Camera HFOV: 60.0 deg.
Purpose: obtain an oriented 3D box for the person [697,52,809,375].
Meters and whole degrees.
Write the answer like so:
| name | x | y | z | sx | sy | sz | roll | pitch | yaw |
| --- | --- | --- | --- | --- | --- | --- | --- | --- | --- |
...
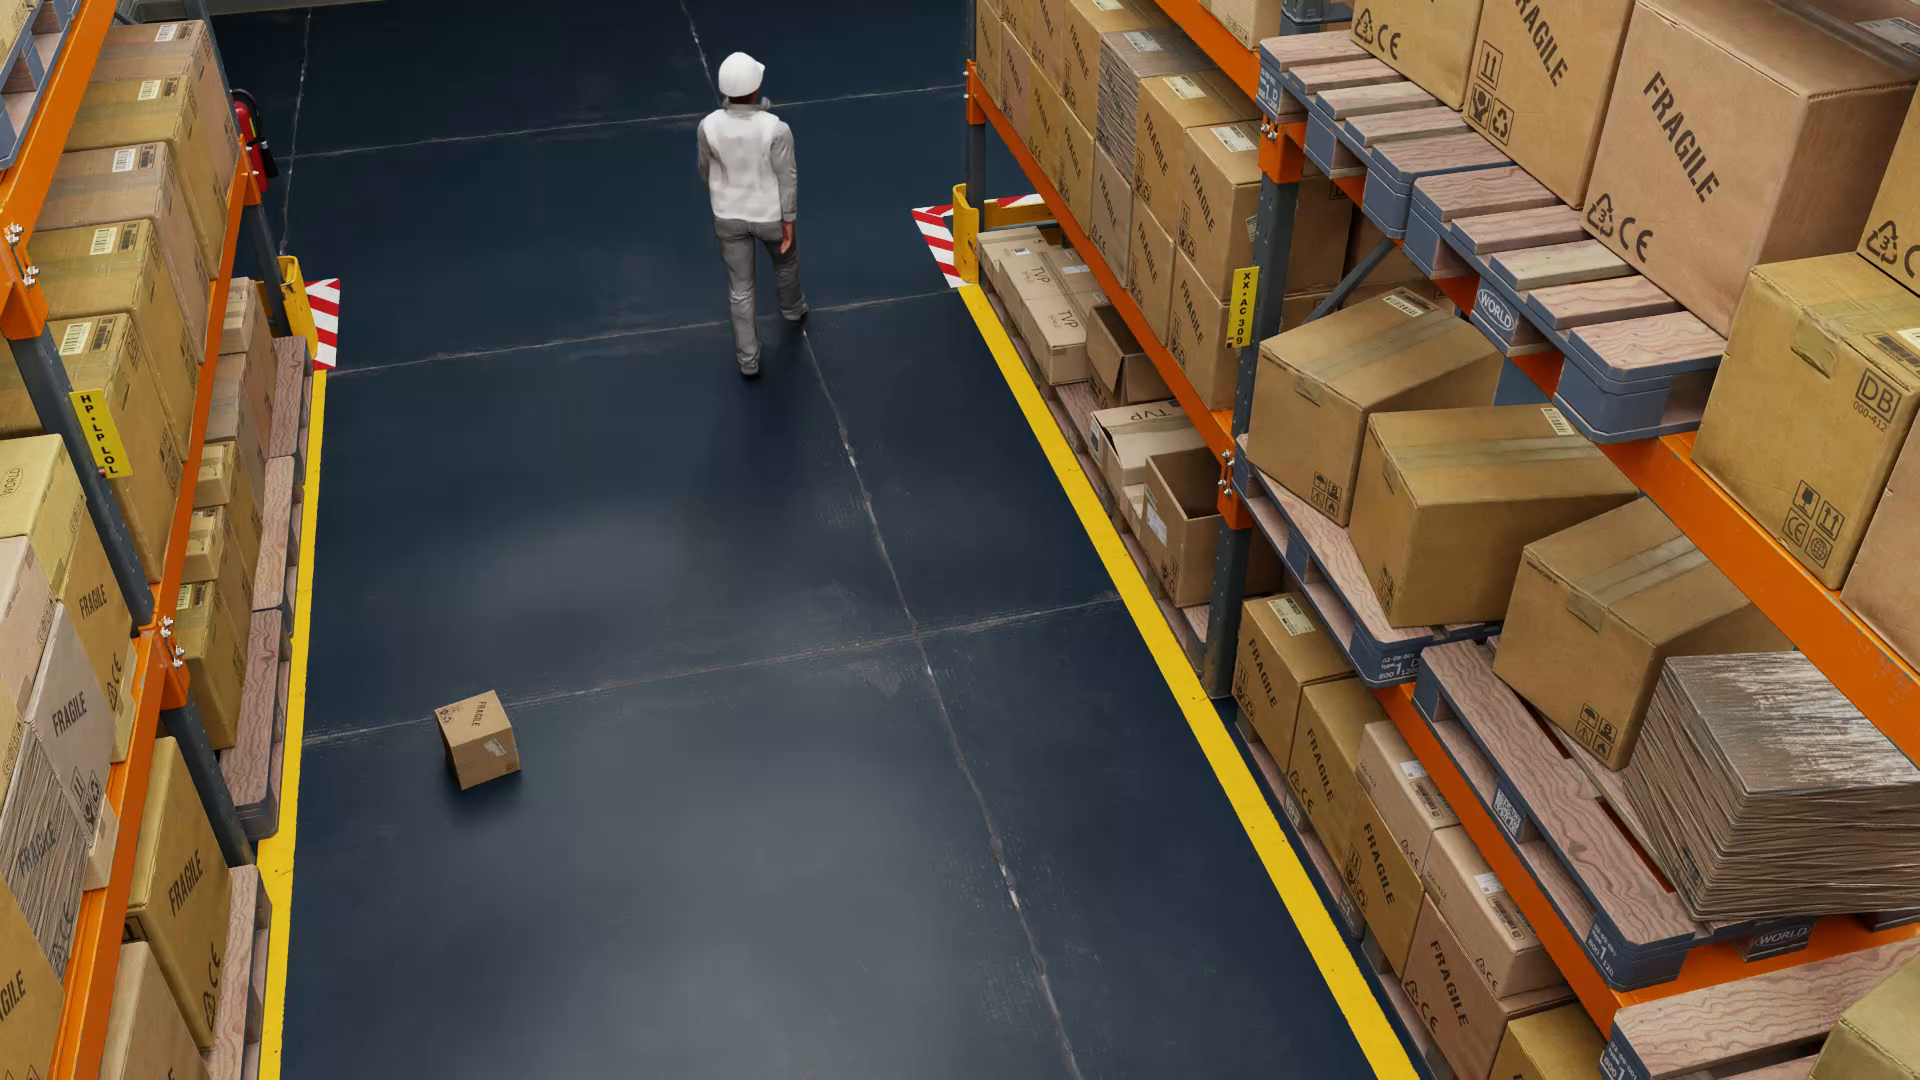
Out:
| name | x | y | z | sx | sy | sz | roll | pitch | yaw |
| --- | --- | --- | --- | --- | --- | --- | --- | --- | --- |
| person | -1.117 | -1.839 | 9.037 | 0.551 | 1.753 | 0.897 | 2 | 38 | 3 |
